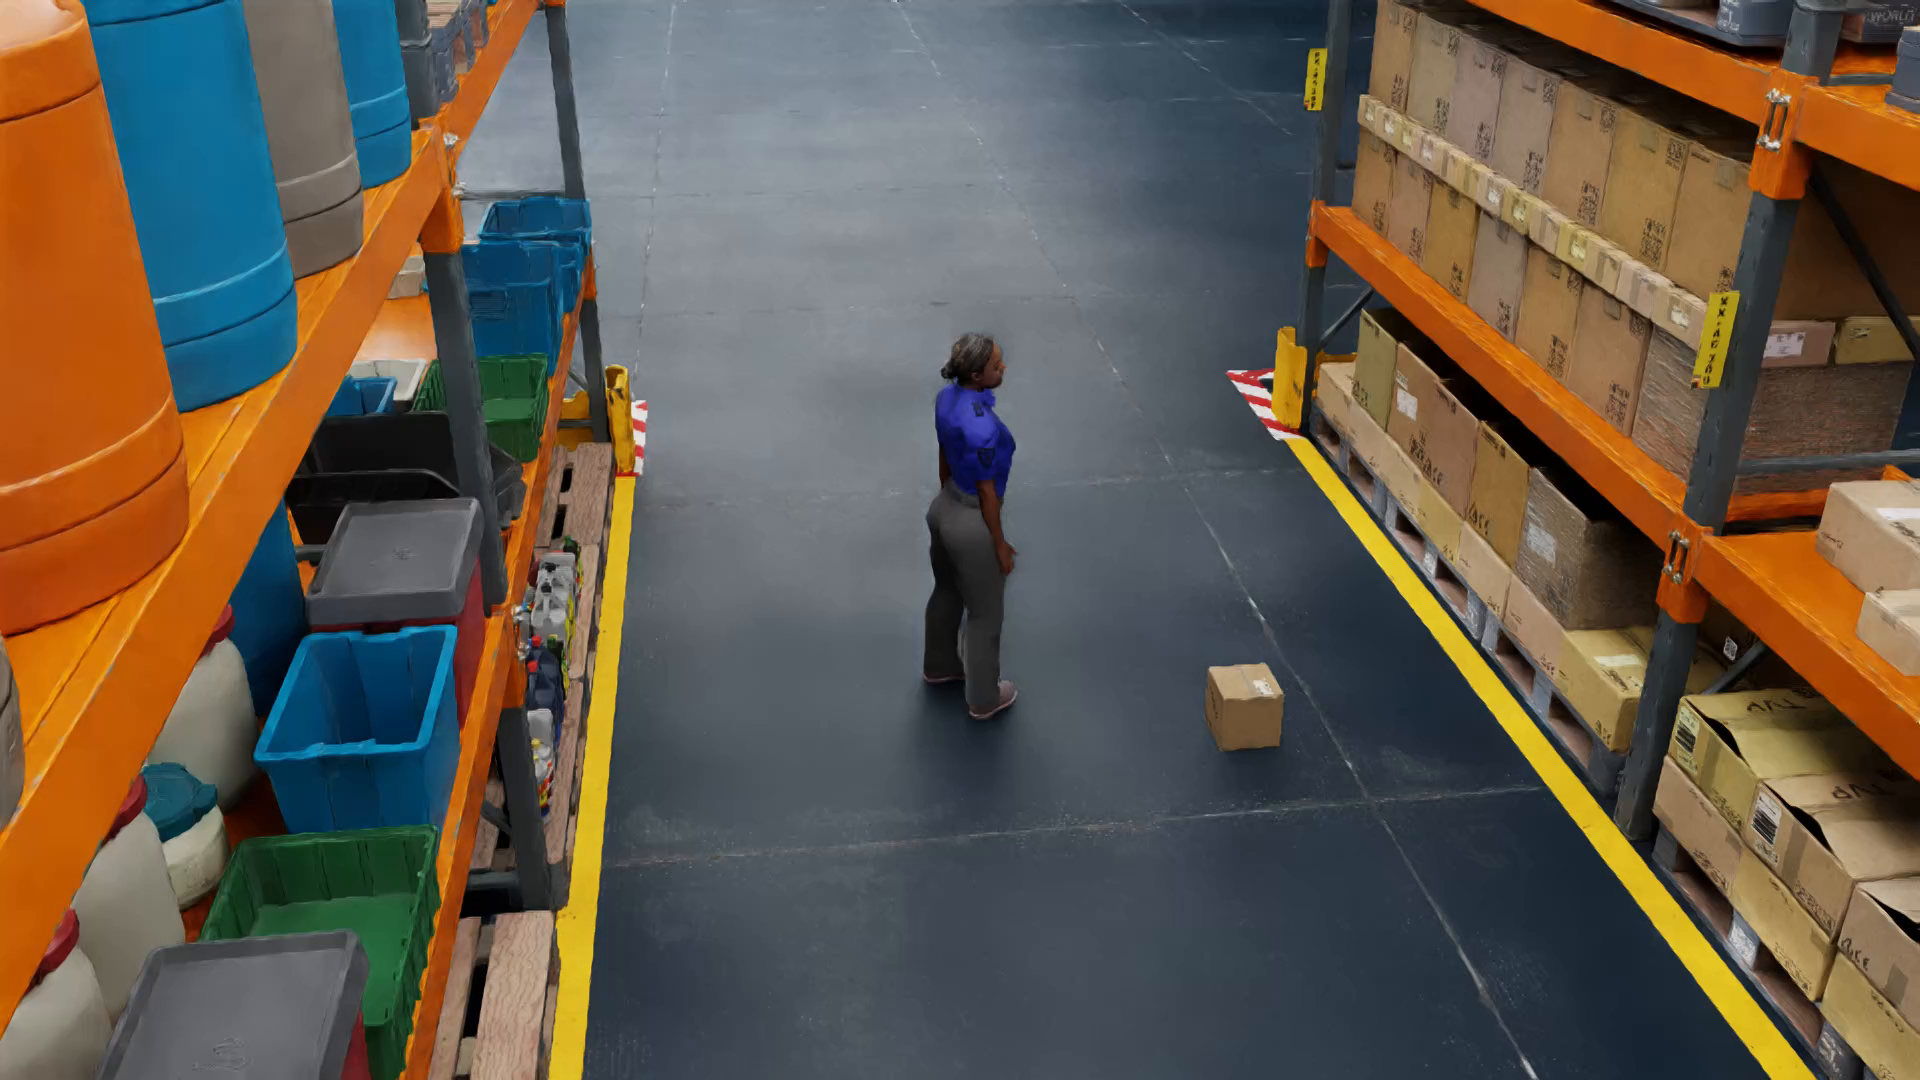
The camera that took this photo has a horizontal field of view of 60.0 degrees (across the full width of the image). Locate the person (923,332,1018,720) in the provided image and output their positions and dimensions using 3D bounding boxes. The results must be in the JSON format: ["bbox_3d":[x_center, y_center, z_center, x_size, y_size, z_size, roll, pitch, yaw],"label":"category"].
[{"bbox_3d":[0.051,-0.070,6.731,0.359,1.657,0.469,-9,29,-17],"label":"person"}]
